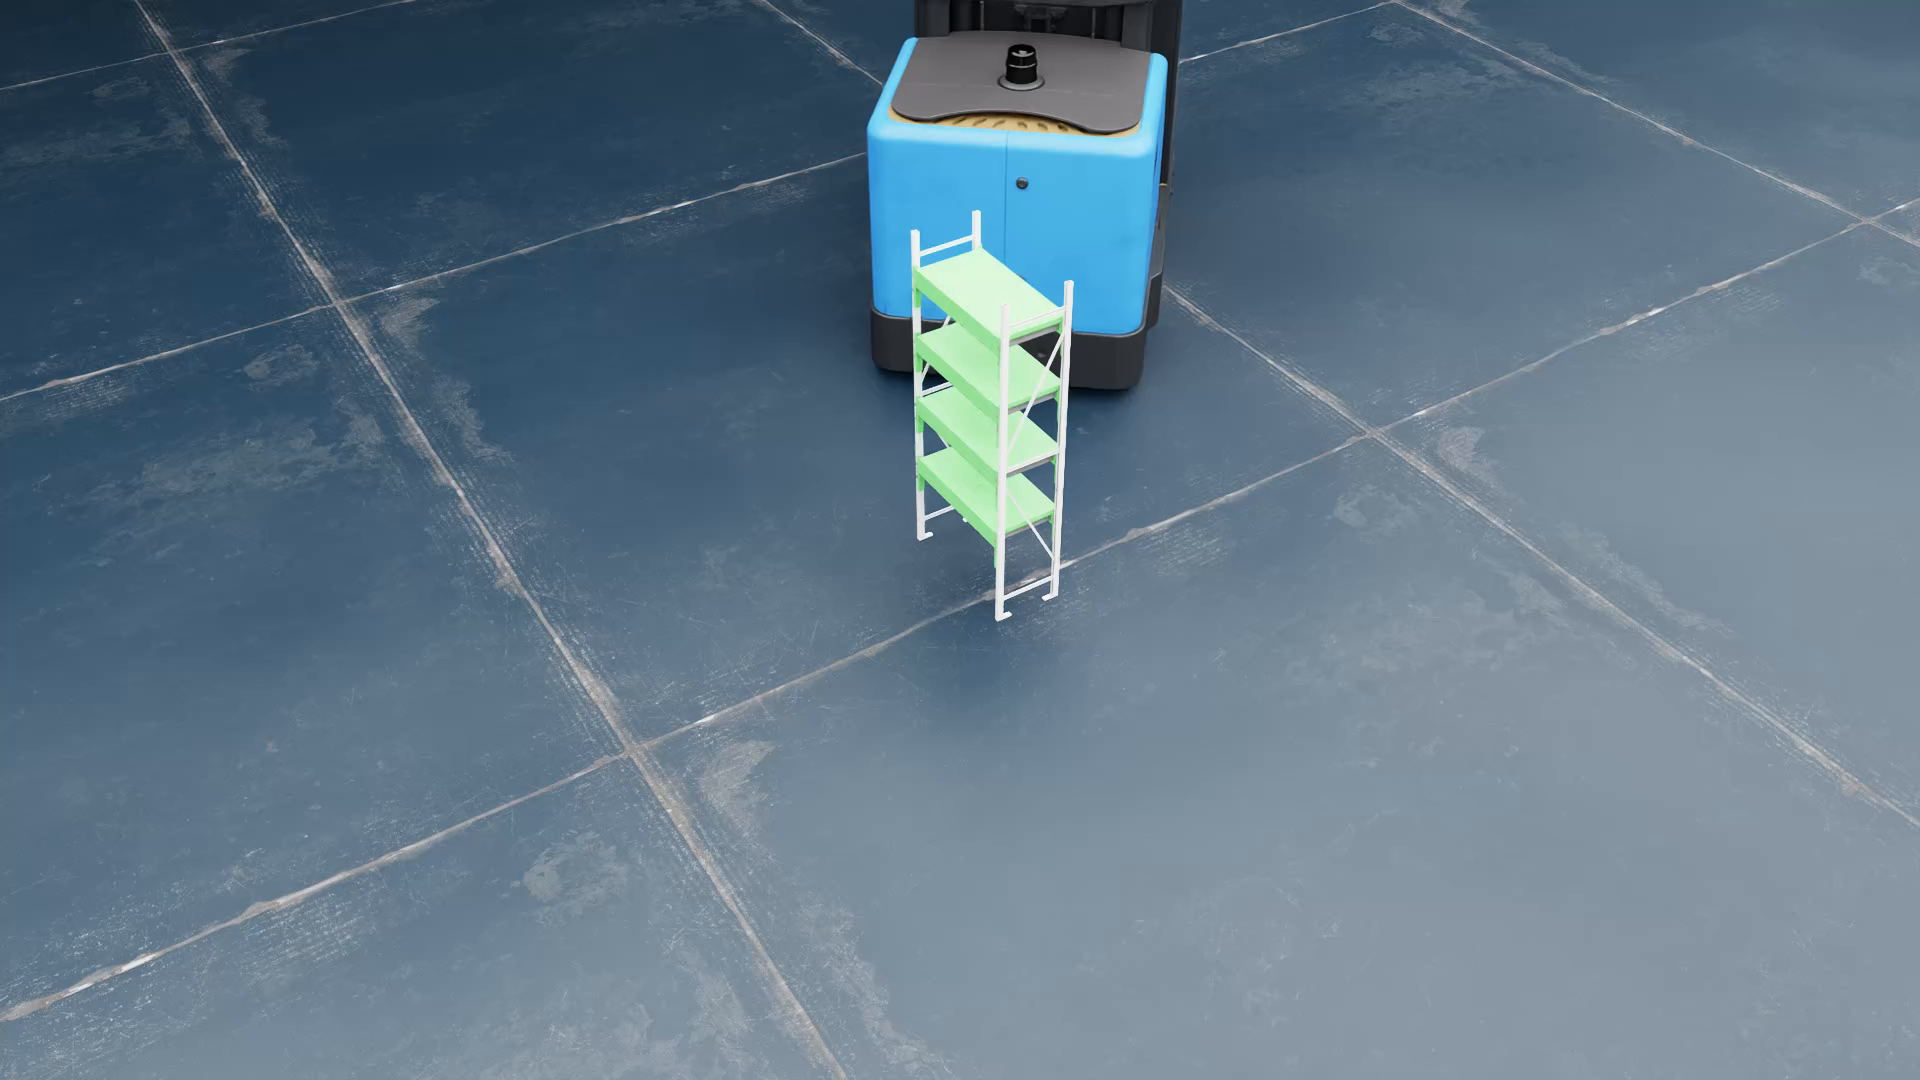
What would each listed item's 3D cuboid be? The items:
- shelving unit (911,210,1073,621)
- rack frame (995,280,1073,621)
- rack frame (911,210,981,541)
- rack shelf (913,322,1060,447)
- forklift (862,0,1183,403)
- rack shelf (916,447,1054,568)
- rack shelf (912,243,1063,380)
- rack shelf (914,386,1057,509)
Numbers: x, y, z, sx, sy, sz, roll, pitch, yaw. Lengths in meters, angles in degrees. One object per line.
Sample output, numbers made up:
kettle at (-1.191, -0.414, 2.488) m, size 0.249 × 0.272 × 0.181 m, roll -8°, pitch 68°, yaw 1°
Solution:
shelving unit at (0.089, -0.372, 5.259) m, size 0.258 × 1.200 × 0.503 m, roll -22°, pitch 45°, yaw -24°
rack frame at (0.220, -0.240, 5.101) m, size 0.240 × 1.200 × 0.015 m, roll -22°, pitch 45°, yaw -24°
rack frame at (-0.042, -0.503, 5.417) m, size 0.240 × 1.200 × 0.015 m, roll -22°, pitch 45°, yaw -24°
rack shelf at (0.089, -0.507, 5.146) m, size 0.258 × 0.148 × 0.480 m, roll -22°, pitch 45°, yaw -24°
forklift at (0.380, -2.587, 6.565) m, size 1.130 × 2.935 × 3.031 m, roll 6°, pitch 40°, yaw 7°
rack shelf at (0.089, -0.138, 5.453) m, size 0.258 × 0.148 × 0.480 m, roll -22°, pitch 45°, yaw -24°
rack shelf at (0.089, -0.691, 4.992) m, size 0.258 × 0.148 × 0.480 m, roll -22°, pitch 45°, yaw -24°
rack shelf at (0.089, -0.323, 5.300) m, size 0.258 × 0.148 × 0.480 m, roll -22°, pitch 45°, yaw -24°
